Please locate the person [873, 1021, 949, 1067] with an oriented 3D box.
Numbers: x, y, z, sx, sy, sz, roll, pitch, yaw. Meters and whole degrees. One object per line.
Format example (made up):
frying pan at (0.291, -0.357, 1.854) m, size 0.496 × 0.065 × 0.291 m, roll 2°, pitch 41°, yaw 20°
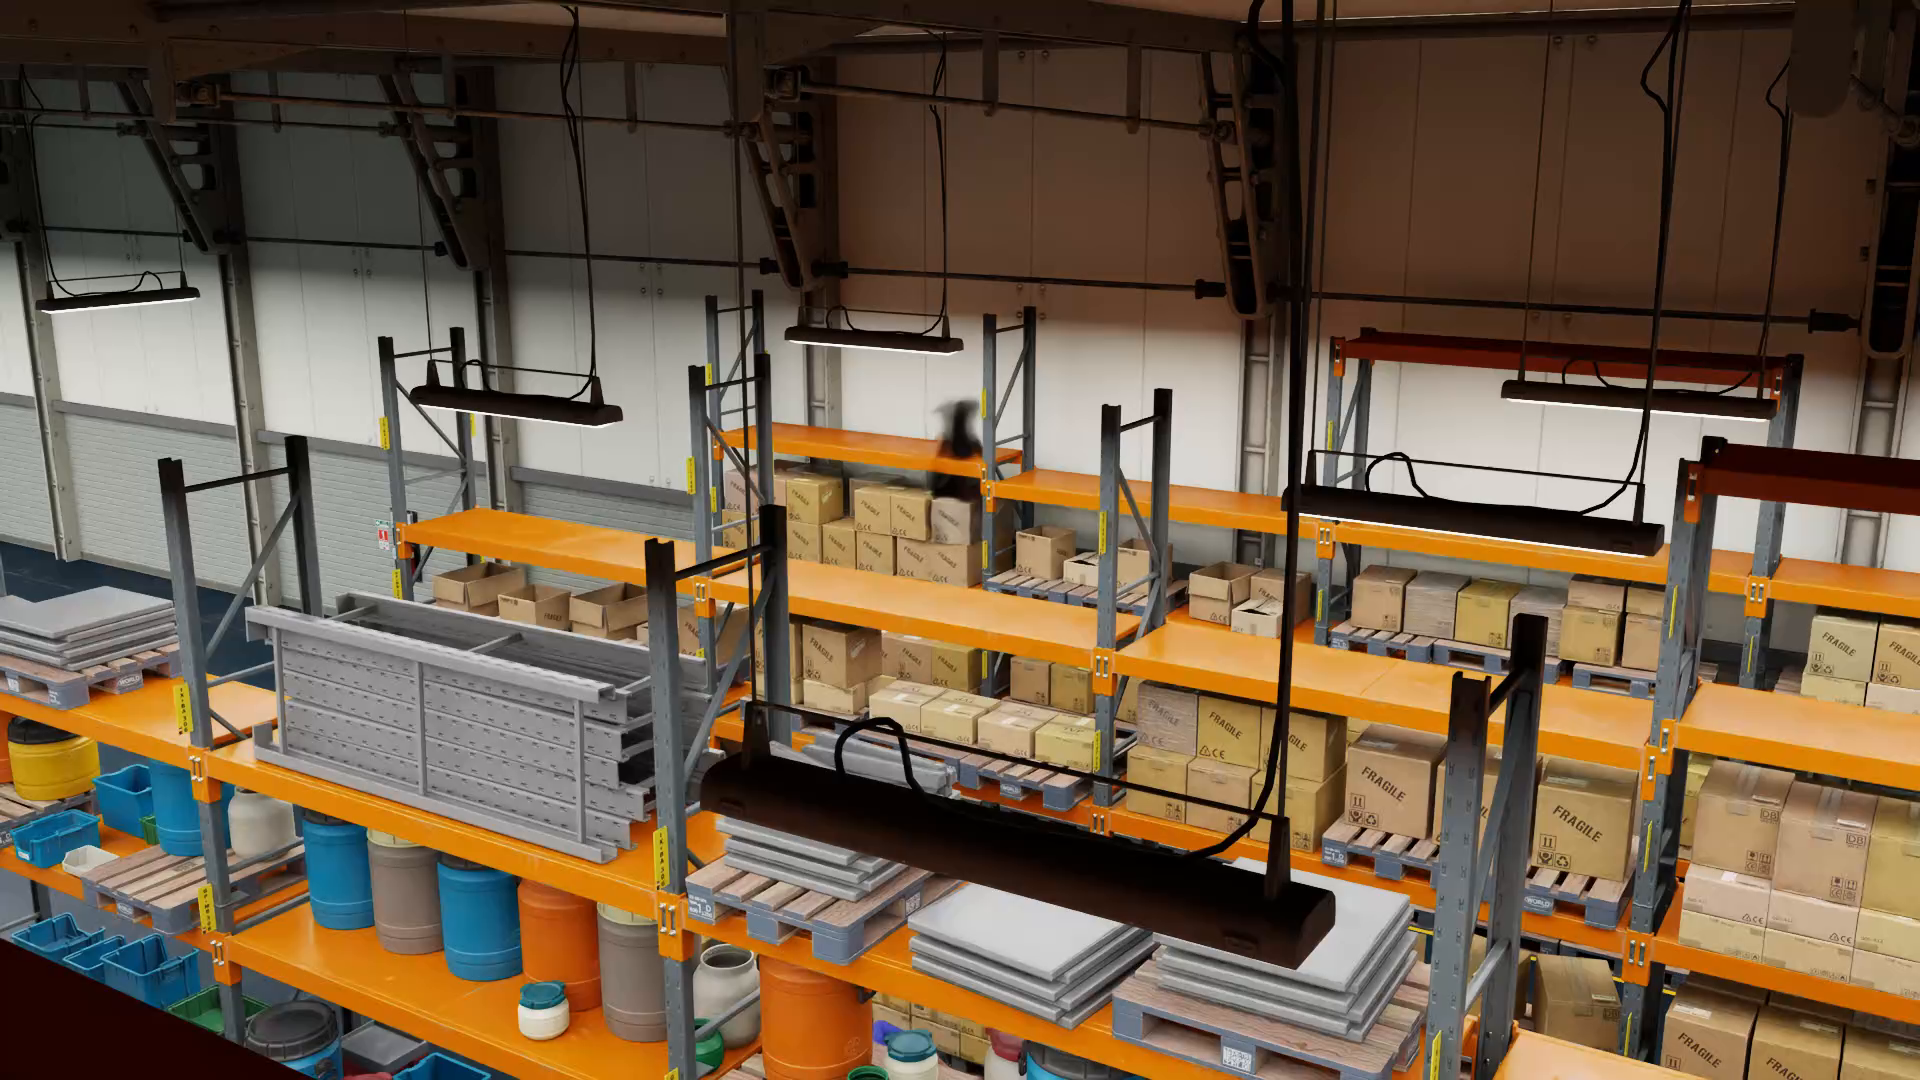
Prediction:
person at (-0.611, 4.298, 12.871) m, size 0.945 × 1.420 × 0.605 m, roll 12°, pitch 19°, yaw 41°
